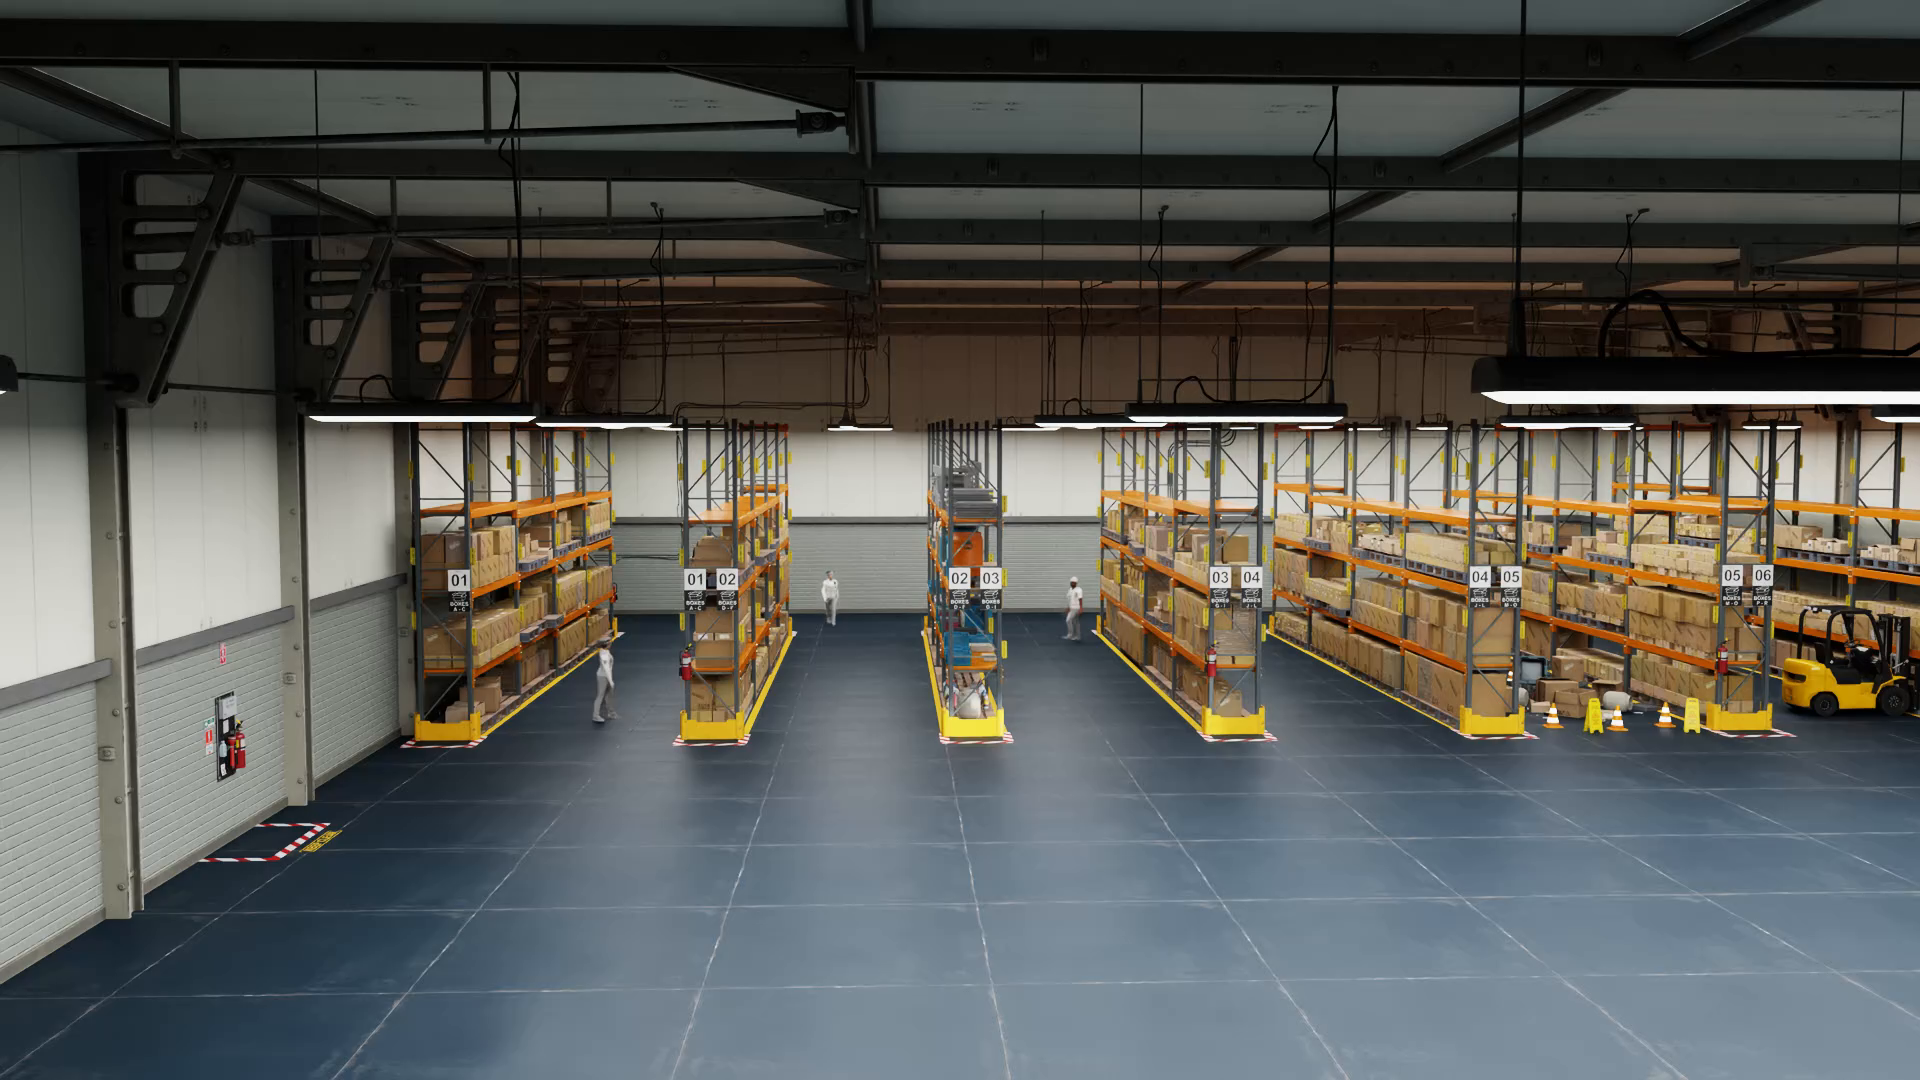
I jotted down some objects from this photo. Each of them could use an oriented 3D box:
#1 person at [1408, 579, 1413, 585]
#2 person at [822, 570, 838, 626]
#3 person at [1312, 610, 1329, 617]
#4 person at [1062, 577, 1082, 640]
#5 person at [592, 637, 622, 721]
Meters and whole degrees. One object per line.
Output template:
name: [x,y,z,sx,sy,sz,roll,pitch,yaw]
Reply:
person: [13.533,1.696,50.395,0.597,1.622,0.424,-1,4,-18]
person: [-3.871,1.712,49.542,0.477,1.636,1.017,0,4,-4]
person: [11.029,1.570,50.914,0.798,1.746,0.600,-3,5,-41]
person: [3.065,1.897,45.952,0.615,1.757,0.600,-1,4,-12]
person: [-7.064,2.774,33.196,0.507,1.709,0.620,0,4,-2]
